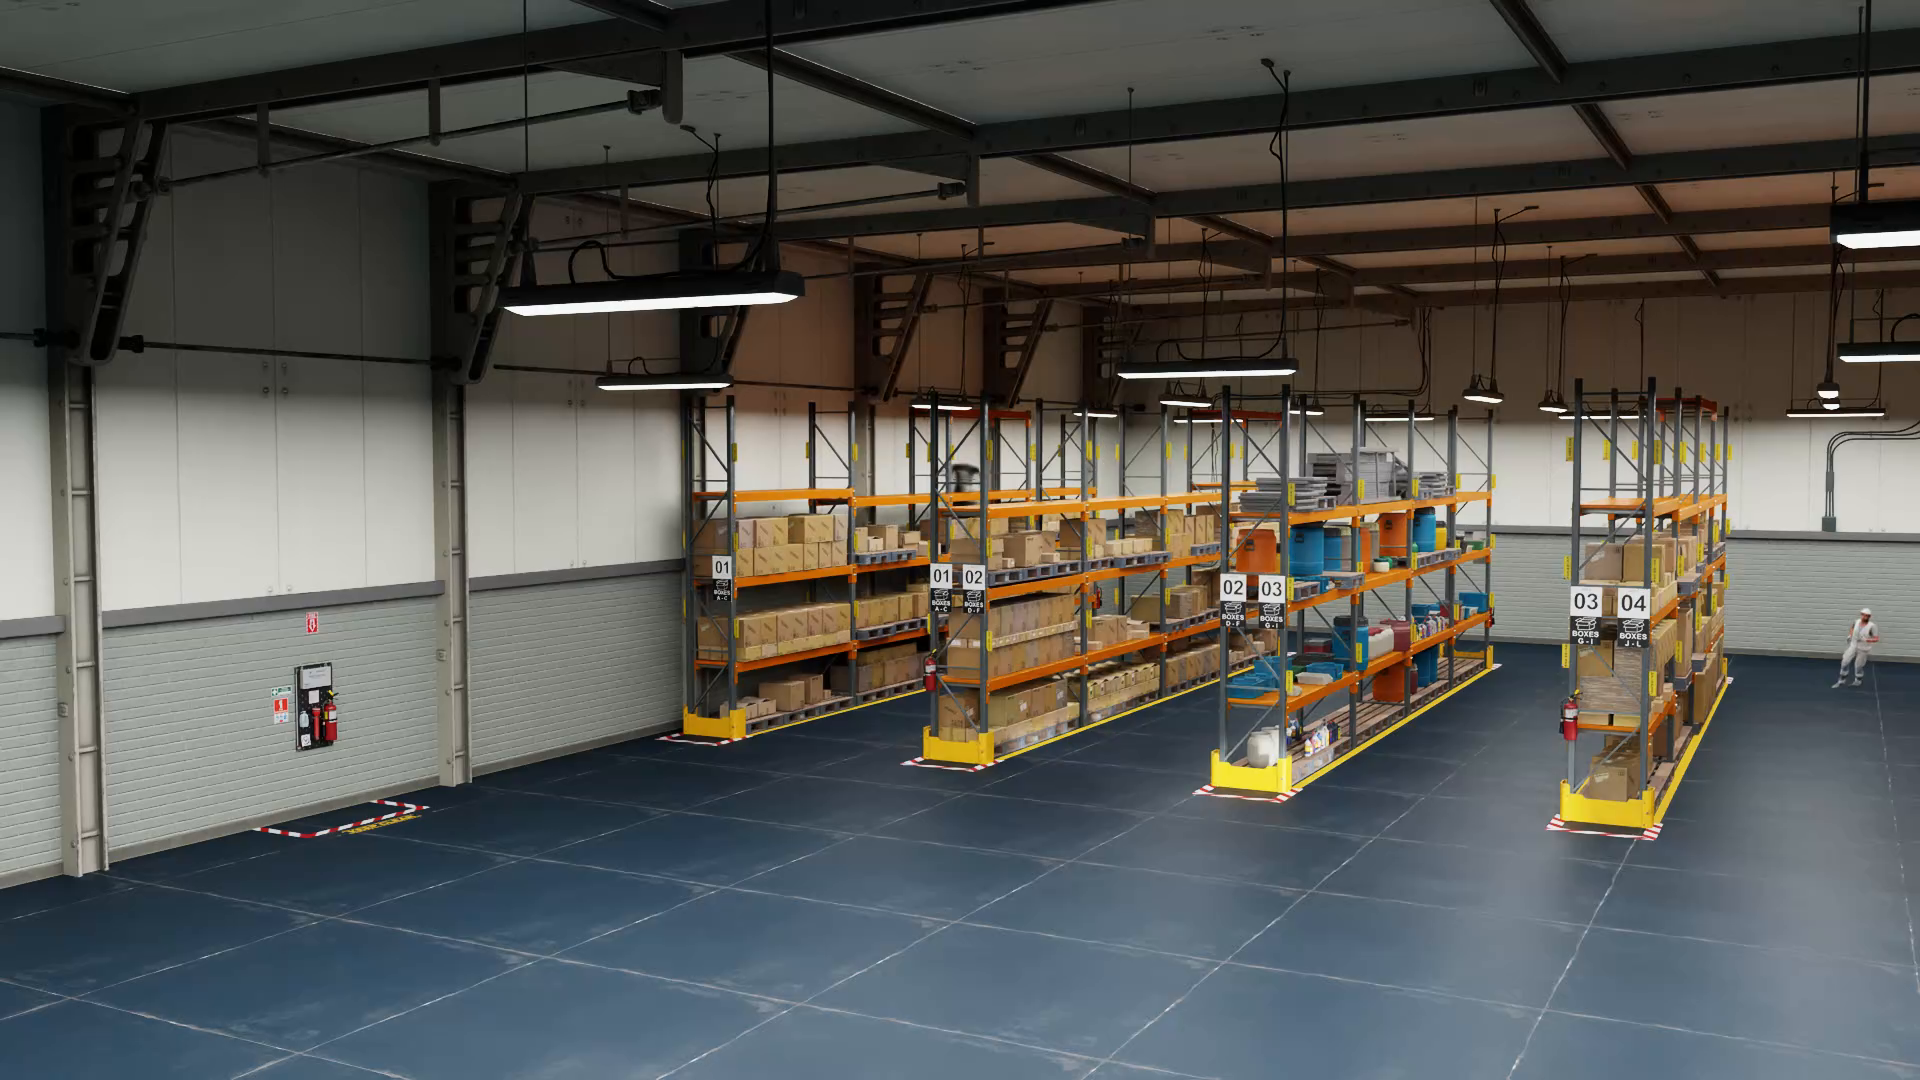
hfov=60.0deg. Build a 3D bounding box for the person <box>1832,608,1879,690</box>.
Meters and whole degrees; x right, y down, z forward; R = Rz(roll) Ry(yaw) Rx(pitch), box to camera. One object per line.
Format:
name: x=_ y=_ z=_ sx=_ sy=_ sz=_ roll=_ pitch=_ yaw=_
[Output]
person: x=18.895 y=2.284 z=34.928 sx=0.761 sy=1.738 sz=0.810 roll=-2 pitch=4 yaw=-38
